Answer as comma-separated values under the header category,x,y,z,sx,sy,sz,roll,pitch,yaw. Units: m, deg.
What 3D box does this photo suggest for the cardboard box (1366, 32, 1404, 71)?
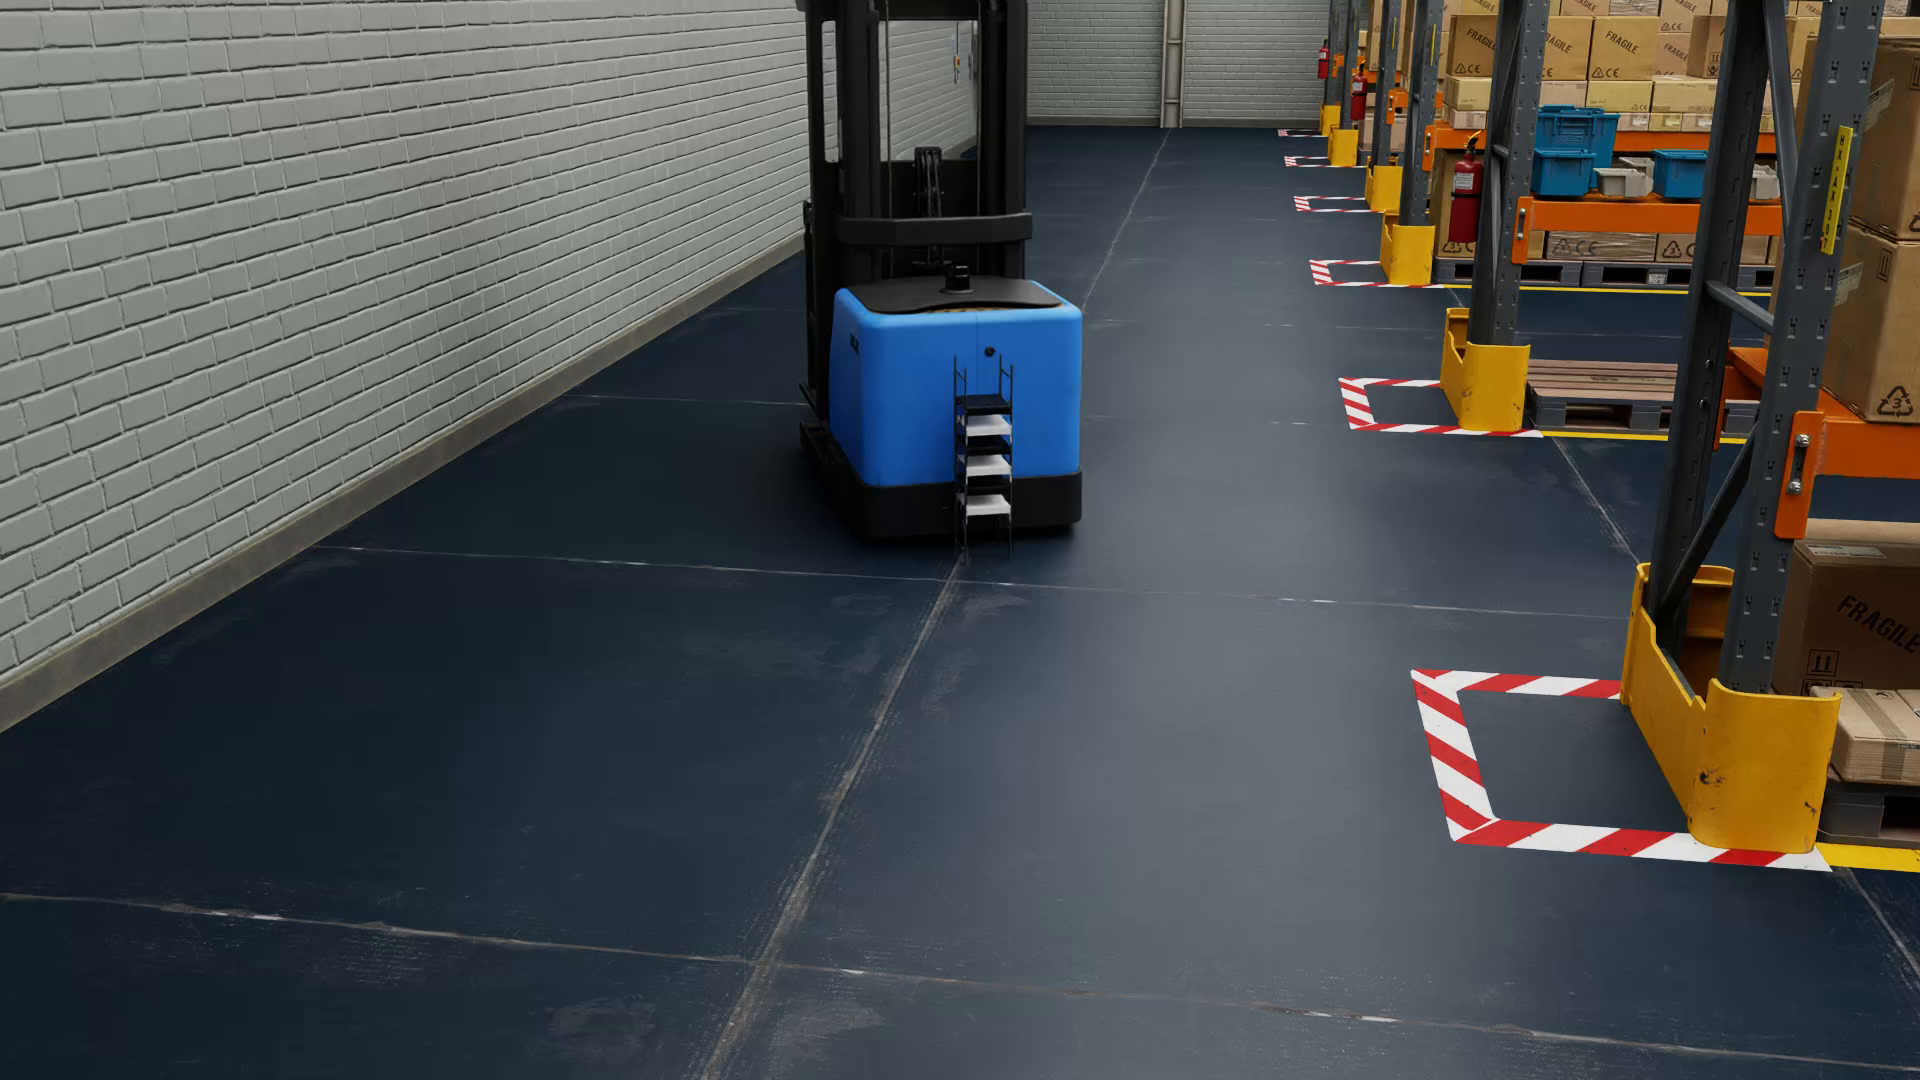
category,x,y,z,sx,sy,sz,roll,pitch,yaw
cardboard box,5.972,-6.823,23.232,0.500,0.500,0.500,3,19,8

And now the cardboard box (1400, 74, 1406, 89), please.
category,x,y,z,sx,sy,sz,roll,pitch,yaw
cardboard box,5.225,-5.287,19.194,0.250,0.149,0.380,3,19,9

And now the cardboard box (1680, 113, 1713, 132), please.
category,x,y,z,sx,sy,sz,roll,pitch,yaw
cardboard box,6.048,-3.455,13.720,0.250,0.149,0.380,3,19,10

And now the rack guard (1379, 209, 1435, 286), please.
category,x,y,z,sx,sy,sz,roll,pitch,yaw
rack guard,3.948,-2.601,14.710,0.348,0.500,1.175,3,19,9

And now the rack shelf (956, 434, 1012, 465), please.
category,x,y,z,sx,sy,sz,roll,pitch,yaw
rack shelf,0.101,-0.406,7.340,0.200,0.077,0.258,-4,19,-11

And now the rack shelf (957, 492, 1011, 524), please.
category,x,y,z,sx,sy,sz,roll,pitch,yaw
rack shelf,0.101,-0.150,7.426,0.200,0.077,0.258,-4,19,-11

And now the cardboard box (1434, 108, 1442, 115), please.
category,x,y,z,sx,sy,sz,roll,pitch,yaw
cardboard box,8.260,-7.285,28.048,0.500,0.500,0.500,3,19,10

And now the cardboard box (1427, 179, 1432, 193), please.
category,x,y,z,sx,sy,sz,roll,pitch,yaw
cardboard box,5.325,-4.055,18.946,0.250,0.149,0.380,3,19,10

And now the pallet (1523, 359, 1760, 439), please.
category,x,y,z,sx,sy,sz,roll,pitch,yaw
pallet,3.994,-0.858,9.955,1.213,0.211,1.003,3,19,9

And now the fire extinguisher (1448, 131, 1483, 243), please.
category,x,y,z,sx,sy,sz,roll,pitch,yaw
fire extinguisher,3.109,-2.170,10.192,0.183,0.674,0.296,3,19,9

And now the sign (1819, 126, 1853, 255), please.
category,x,y,z,sx,sy,sz,roll,pitch,yaw
sign,2.311,-0.923,4.390,0.005,0.325,0.100,3,19,9

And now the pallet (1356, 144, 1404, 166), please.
category,x,y,z,sx,sy,sz,roll,pitch,yaw
pallet,6.345,-5.552,23.984,1.213,0.211,1.003,3,19,9

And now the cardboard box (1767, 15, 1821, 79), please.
category,x,y,z,sx,sy,sz,roll,pitch,yaw
cardboard box,7.004,-4.141,13.959,0.500,0.500,0.500,3,19,9

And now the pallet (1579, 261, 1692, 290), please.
category,x,y,z,sx,sy,sz,roll,pitch,yaw
pallet,5.974,-2.385,14.520,1.213,0.211,1.003,3,19,9

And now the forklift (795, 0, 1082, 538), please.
category,x,y,z,sx,sy,sz,roll,pitch,yaw
forklift,-0.263,-1.831,8.577,1.130,2.935,3.031,-4,19,-12

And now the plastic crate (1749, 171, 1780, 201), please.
category,x,y,z,sx,sy,sz,roll,pitch,yaw
plastic crate,4.351,-1.945,9.132,0.298,0.136,0.250,3,19,9

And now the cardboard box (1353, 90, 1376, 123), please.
category,x,y,z,sx,sy,sz,roll,pitch,yaw
cardboard box,6.916,-7.400,28.386,0.637,0.503,0.797,2,19,6

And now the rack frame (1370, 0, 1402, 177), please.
category,x,y,z,sx,sy,sz,roll,pitch,yaw
rack frame,4.858,-5.334,18.939,0.127,3.000,1.000,3,19,9

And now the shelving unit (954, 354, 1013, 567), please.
category,x,y,z,sx,sy,sz,roll,pitch,yaw
shelving unit,0.101,-0.352,7.358,0.210,0.900,0.258,-4,19,-11

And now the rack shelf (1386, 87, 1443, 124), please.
category,x,y,z,sx,sy,sz,roll,pitch,yaw
rack shelf,6.833,-4.892,18.752,4.000,0.370,1.077,3,19,9

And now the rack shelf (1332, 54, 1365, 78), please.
category,x,y,z,sx,sy,sz,roll,pitch,yaw
rack shelf,8.302,-8.003,28.050,4.000,0.370,1.077,3,19,9

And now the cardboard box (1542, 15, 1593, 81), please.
category,x,y,z,sx,sy,sz,roll,pitch,yaw
cardboard box,4.896,-4.077,13.767,0.500,0.500,0.500,2,19,7

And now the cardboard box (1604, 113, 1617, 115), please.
category,x,y,z,sx,sy,sz,roll,pitch,yaw
cardboard box,5.285,-3.494,13.835,0.250,0.149,0.380,3,19,8

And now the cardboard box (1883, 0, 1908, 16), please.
category,x,y,z,sx,sy,sz,roll,pitch,yaw
cardboard box,12.382,-6.976,22.113,0.500,0.500,0.500,3,19,10

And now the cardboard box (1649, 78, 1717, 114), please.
category,x,y,z,sx,sy,sz,roll,pitch,yaw
cardboard box,5.928,-3.671,13.737,0.500,0.250,0.500,3,19,8

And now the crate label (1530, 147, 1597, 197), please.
category,x,y,z,sx,sy,sz,roll,pitch,yaw
crate label,3.377,-2.067,9.344,0.303,0.233,0.416,3,19,9

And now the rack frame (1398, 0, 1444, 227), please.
category,x,y,z,sx,sy,sz,roll,pitch,yaw
rack frame,3.971,-3.785,14.310,0.127,3.000,1.000,3,19,9

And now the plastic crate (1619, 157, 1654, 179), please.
category,x,y,z,sx,sy,sz,roll,pitch,yaw
plastic crate,4.020,-2.153,9.752,0.243,0.136,0.396,3,19,9

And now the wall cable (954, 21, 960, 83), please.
category,x,y,z,sx,sy,sz,roll,pitch,yaw
wall cable,-0.028,-7.663,24.249,0.123,1.953,0.585,3,19,9

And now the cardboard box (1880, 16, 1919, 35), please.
category,x,y,z,sx,sy,sz,roll,pitch,yaw
cardboard box,7.425,-3.949,13.385,0.500,0.500,0.500,3,19,10

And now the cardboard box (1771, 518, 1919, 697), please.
category,x,y,z,sx,sy,sz,roll,pitch,yaw
cardboard box,2.972,0.245,5.511,0.500,0.500,0.500,3,19,9

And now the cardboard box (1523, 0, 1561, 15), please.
category,x,y,z,sx,sy,sz,roll,pitch,yaw
cardboard box,6.268,-5.834,18.232,0.500,0.500,0.500,2,19,7

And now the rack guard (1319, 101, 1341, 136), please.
category,x,y,z,sx,sy,sz,roll,pitch,yaw
rack guard,6.402,-7.256,28.622,0.348,0.500,1.175,3,19,9

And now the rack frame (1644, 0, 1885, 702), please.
category,x,y,z,sx,sy,sz,roll,pitch,yaw
rack frame,2.396,-0.682,5.035,0.127,3.000,1.000,3,19,9

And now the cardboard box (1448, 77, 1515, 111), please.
category,x,y,z,sx,sy,sz,roll,pitch,yaw
cardboard box,4.403,-3.747,13.962,0.500,0.250,0.500,2,19,7

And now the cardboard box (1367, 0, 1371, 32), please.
category,x,y,z,sx,sy,sz,roll,pitch,yaw
cardboard box,6.057,-7.462,23.565,0.500,0.500,0.500,4,19,10

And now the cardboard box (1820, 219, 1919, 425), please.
category,x,y,z,sx,sy,sz,roll,pitch,yaw
cardboard box,2.793,-0.625,4.706,0.500,0.500,0.500,3,19,10

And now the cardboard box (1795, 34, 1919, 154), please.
category,x,y,z,sx,sy,sz,roll,pitch,yaw
cardboard box,2.880,-1.267,5.051,0.500,0.500,0.500,3,19,8

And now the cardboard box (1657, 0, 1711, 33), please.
category,x,y,z,sx,sy,sz,roll,pitch,yaw
cardboard box,7.789,-5.759,18.006,0.500,0.500,0.500,2,19,7

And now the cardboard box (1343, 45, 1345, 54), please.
category,x,y,z,sx,sy,sz,roll,pitch,yaw
cardboard box,6.697,-8.394,28.478,0.250,0.149,0.380,3,19,8

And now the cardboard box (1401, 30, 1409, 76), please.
category,x,y,z,sx,sy,sz,roll,pitch,yaw
cardboard box,5.342,-5.581,19.049,0.500,0.500,0.500,3,19,10

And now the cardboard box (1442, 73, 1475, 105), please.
category,x,y,z,sx,sy,sz,roll,pitch,yaw
cardboard box,4.492,-3.914,14.462,0.500,0.250,0.500,3,19,8

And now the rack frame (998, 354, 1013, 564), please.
category,x,y,z,sx,sy,sz,roll,pitch,yaw
rack frame,0.201,-0.359,7.378,0.006,0.900,0.240,-4,19,-11

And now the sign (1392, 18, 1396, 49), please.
category,x,y,z,sx,sy,sz,roll,pitch,yaw
sign,4.772,-5.575,18.293,0.005,0.325,0.100,3,19,9

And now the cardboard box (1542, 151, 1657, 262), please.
category,x,y,z,sx,sy,sz,roll,pitch,yaw
cardboard box,5.515,-2.924,14.422,0.875,0.875,0.875,3,19,9

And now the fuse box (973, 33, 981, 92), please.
category,x,y,z,sx,sy,sz,roll,pitch,yaw
fuse box,0.450,-7.206,26.565,0.414,1.711,0.539,3,19,9
